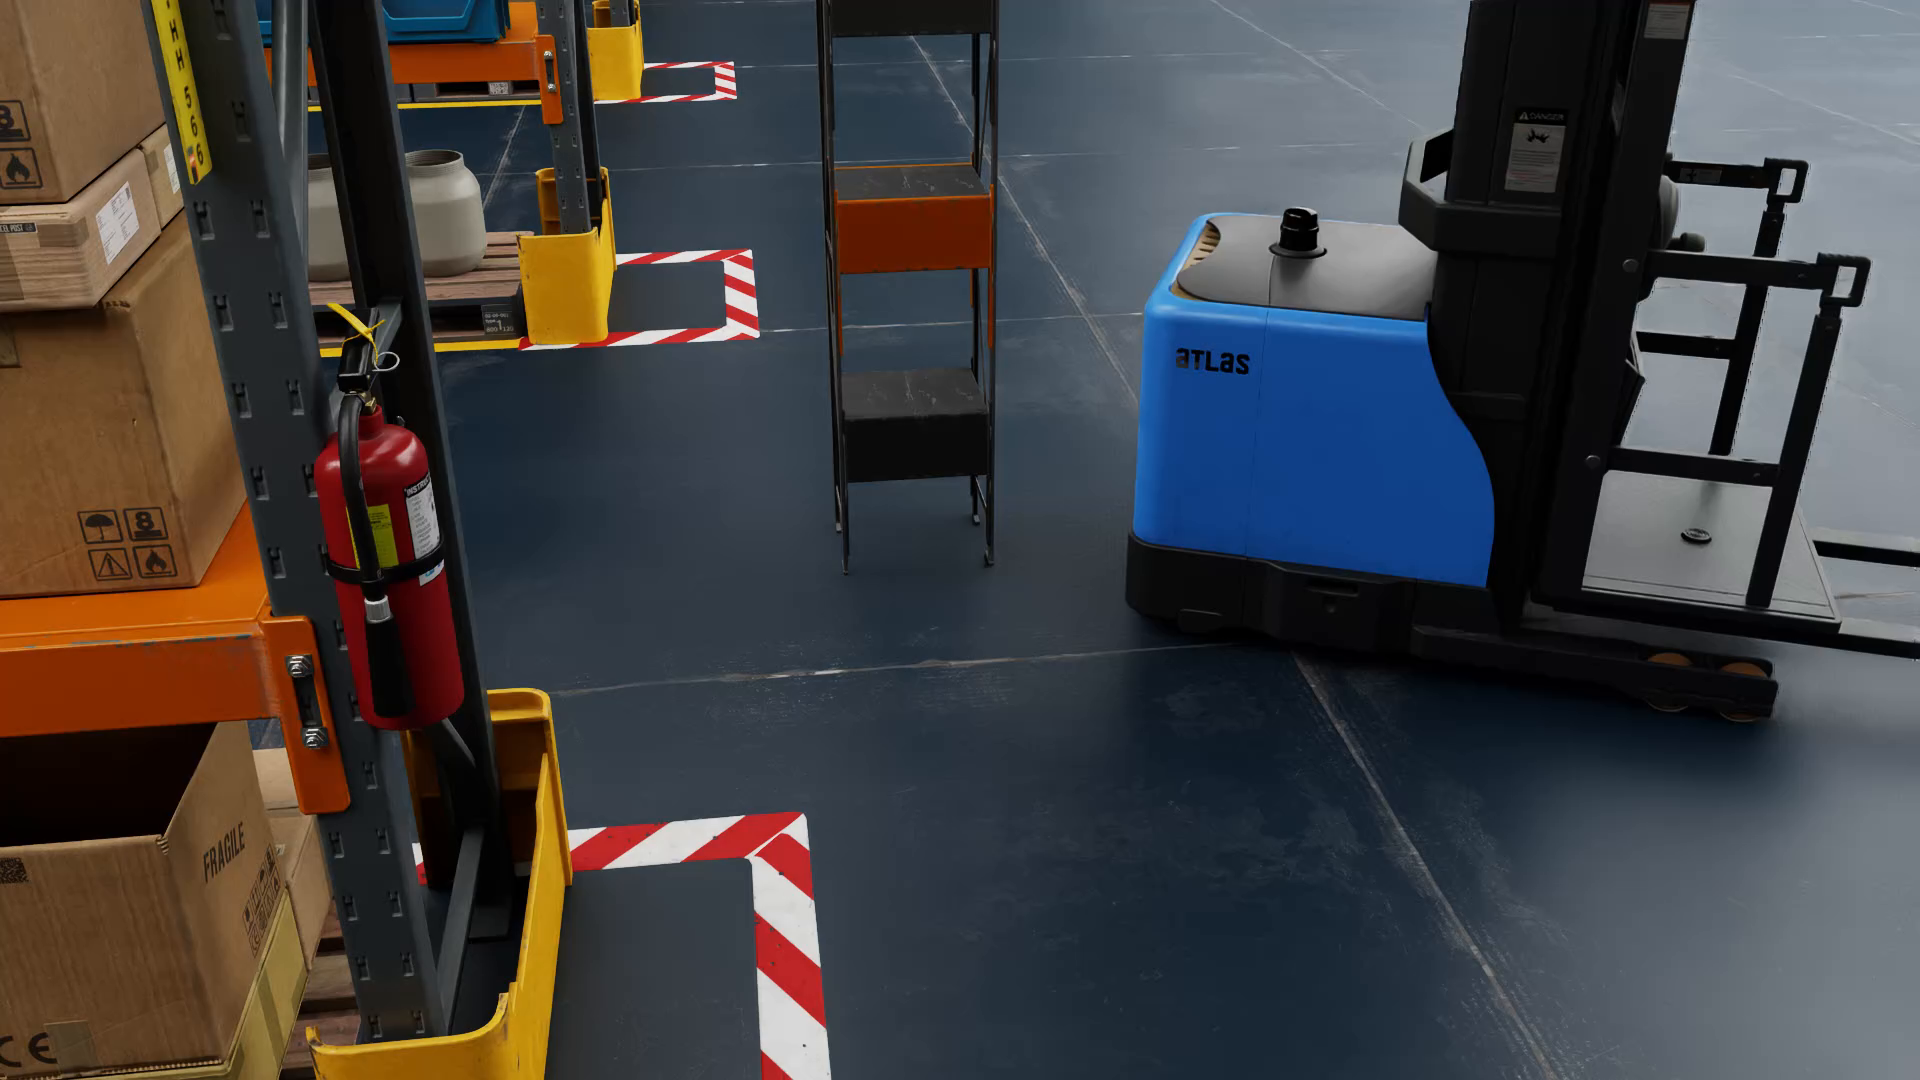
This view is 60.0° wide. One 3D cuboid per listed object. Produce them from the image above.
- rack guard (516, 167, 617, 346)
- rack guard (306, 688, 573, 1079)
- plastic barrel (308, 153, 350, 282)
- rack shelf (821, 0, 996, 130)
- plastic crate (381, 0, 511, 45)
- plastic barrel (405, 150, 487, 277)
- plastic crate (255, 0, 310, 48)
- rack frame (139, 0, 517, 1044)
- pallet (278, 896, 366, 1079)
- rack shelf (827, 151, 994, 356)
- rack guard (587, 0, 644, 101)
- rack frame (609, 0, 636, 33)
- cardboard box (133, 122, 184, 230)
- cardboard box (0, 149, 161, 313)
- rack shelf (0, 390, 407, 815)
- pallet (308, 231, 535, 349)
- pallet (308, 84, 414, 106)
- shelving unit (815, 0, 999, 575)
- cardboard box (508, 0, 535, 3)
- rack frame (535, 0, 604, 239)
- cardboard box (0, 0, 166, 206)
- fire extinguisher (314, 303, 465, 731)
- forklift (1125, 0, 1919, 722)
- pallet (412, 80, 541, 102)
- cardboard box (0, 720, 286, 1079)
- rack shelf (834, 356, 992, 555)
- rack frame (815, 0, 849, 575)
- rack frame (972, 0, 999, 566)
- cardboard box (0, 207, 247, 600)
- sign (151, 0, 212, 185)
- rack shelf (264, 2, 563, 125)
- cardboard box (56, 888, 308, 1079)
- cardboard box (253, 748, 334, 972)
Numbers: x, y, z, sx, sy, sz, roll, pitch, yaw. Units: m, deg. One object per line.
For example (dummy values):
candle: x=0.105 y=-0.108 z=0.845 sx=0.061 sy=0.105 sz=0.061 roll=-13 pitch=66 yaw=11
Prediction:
rack guard: x=-1.843 y=-1.365 z=7.862 sx=0.348 sy=0.500 sz=1.175 roll=-4 pitch=27 yaw=-7
rack guard: x=-1.065 y=0.847 z=3.552 sx=0.348 sy=0.500 sz=1.175 roll=-4 pitch=27 yaw=-7
plastic barrel: x=-2.912 y=-1.475 z=7.604 sx=0.421 sy=0.512 sz=0.421 roll=0 pitch=27 yaw=0
rack shelf: x=-0.164 y=-1.534 z=4.937 sx=0.480 sy=0.518 sz=0.431 roll=-4 pitch=27 yaw=-7
plastic crate: x=-2.229 y=-2.270 z=7.051 sx=0.616 sy=0.251 sz=0.499 roll=-4 pitch=27 yaw=-7
plastic barrel: x=-2.416 y=-1.507 z=7.666 sx=0.421 sy=0.512 sz=0.421 roll=0 pitch=27 yaw=0
plastic crate: x=-2.873 y=-2.231 z=6.975 sx=0.408 sy=0.251 sz=0.499 roll=-4 pitch=27 yaw=-7
rack frame: x=-1.088 y=-0.264 z=2.978 sx=0.127 sy=3.000 sz=1.000 roll=-4 pitch=27 yaw=-7
pallet: x=-1.840 y=1.045 z=3.483 sx=1.213 sy=0.211 sz=1.003 roll=-4 pitch=27 yaw=-7
rack shelf: x=-0.164 y=-0.912 z=5.256 sx=0.480 sy=0.518 sz=0.431 roll=-4 pitch=27 yaw=-7
rack guard: x=-2.540 y=-3.625 z=12.267 sx=0.348 sy=0.500 sz=1.175 roll=-4 pitch=27 yaw=-7
rack frame: x=-2.465 y=-4.742 z=11.706 sx=0.127 sy=3.000 sz=1.000 roll=-4 pitch=27 yaw=-7
cardboard box: x=-1.507 y=-0.669 z=2.948 sx=0.250 sy=0.149 sz=0.380 roll=-4 pitch=27 yaw=-7
cardboard box: x=-1.440 y=-0.486 z=2.592 sx=0.250 sy=0.149 sz=0.380 roll=-4 pitch=27 yaw=-8
rack shelf: x=-3.069 y=0.184 z=2.894 sx=4.000 sy=0.370 sz=1.077 roll=-4 pitch=27 yaw=-7
pallet: x=-2.649 y=-1.187 z=7.832 sx=1.213 sy=0.211 sz=1.003 roll=-4 pitch=27 yaw=-7
pallet: x=-4.555 y=-3.385 z=12.116 sx=1.213 sy=0.211 sz=1.003 roll=-4 pitch=27 yaw=-7
shelving unit: x=-0.164 y=-0.924 z=5.250 sx=0.503 sy=2.100 sz=0.431 roll=-4 pitch=27 yaw=-7
cardboard box: x=-3.086 y=-3.785 z=12.118 sx=0.500 sy=0.500 sz=0.500 roll=1 pitch=27 yaw=2
rack frame: x=-1.775 y=-2.503 z=7.342 sx=0.127 sy=3.000 sz=1.000 roll=-4 pitch=27 yaw=-7
cardboard box: x=-1.605 y=-0.858 z=2.606 sx=0.500 sy=0.500 sz=0.700 roll=-4 pitch=27 yaw=-7
fire extinguisher: x=-0.907 y=-0.027 z=2.601 sx=0.183 sy=0.674 sz=0.296 roll=-4 pitch=27 yaw=-7
forklift: x=2.095 y=-1.056 z=4.597 sx=3.031 sy=2.935 sz=1.130 roll=8 pitch=28 yaw=14
pallet: x=-3.349 y=-3.461 z=12.264 sx=1.213 sy=0.211 sz=1.003 roll=-4 pitch=27 yaw=-7
cardboard box: x=-1.578 y=0.608 z=3.010 sx=0.500 sy=0.500 sz=0.500 roll=-4 pitch=27 yaw=-7
rack shelf: x=-0.164 y=-0.289 z=5.576 sx=0.480 sy=0.518 sz=0.431 roll=-4 pitch=27 yaw=-7
rack frame: x=-0.406 y=-0.908 z=5.220 sx=0.015 sy=2.100 sz=0.400 roll=-4 pitch=27 yaw=-7
rack frame: x=0.078 y=-0.939 z=5.280 sx=0.015 sy=2.100 sz=0.400 roll=-4 pitch=27 yaw=-7
cardboard box: x=-1.552 y=-0.284 z=2.908 sx=0.500 sy=0.500 sz=0.700 roll=-4 pitch=27 yaw=-7
sign: x=-1.027 y=-0.638 z=2.180 sx=0.005 sy=0.325 sz=0.100 roll=-4 pitch=27 yaw=-7
rack shelf: x=-3.755 y=-2.056 z=7.259 sx=4.000 sy=0.370 sz=1.077 roll=-4 pitch=27 yaw=-7
cardboard box: x=-1.578 y=0.941 z=3.183 sx=0.500 sy=0.250 sz=0.500 roll=-4 pitch=27 yaw=-7
cardboard box: x=-1.650 y=0.707 z=3.639 sx=0.500 sy=0.250 sz=0.500 roll=-4 pitch=27 yaw=-7
